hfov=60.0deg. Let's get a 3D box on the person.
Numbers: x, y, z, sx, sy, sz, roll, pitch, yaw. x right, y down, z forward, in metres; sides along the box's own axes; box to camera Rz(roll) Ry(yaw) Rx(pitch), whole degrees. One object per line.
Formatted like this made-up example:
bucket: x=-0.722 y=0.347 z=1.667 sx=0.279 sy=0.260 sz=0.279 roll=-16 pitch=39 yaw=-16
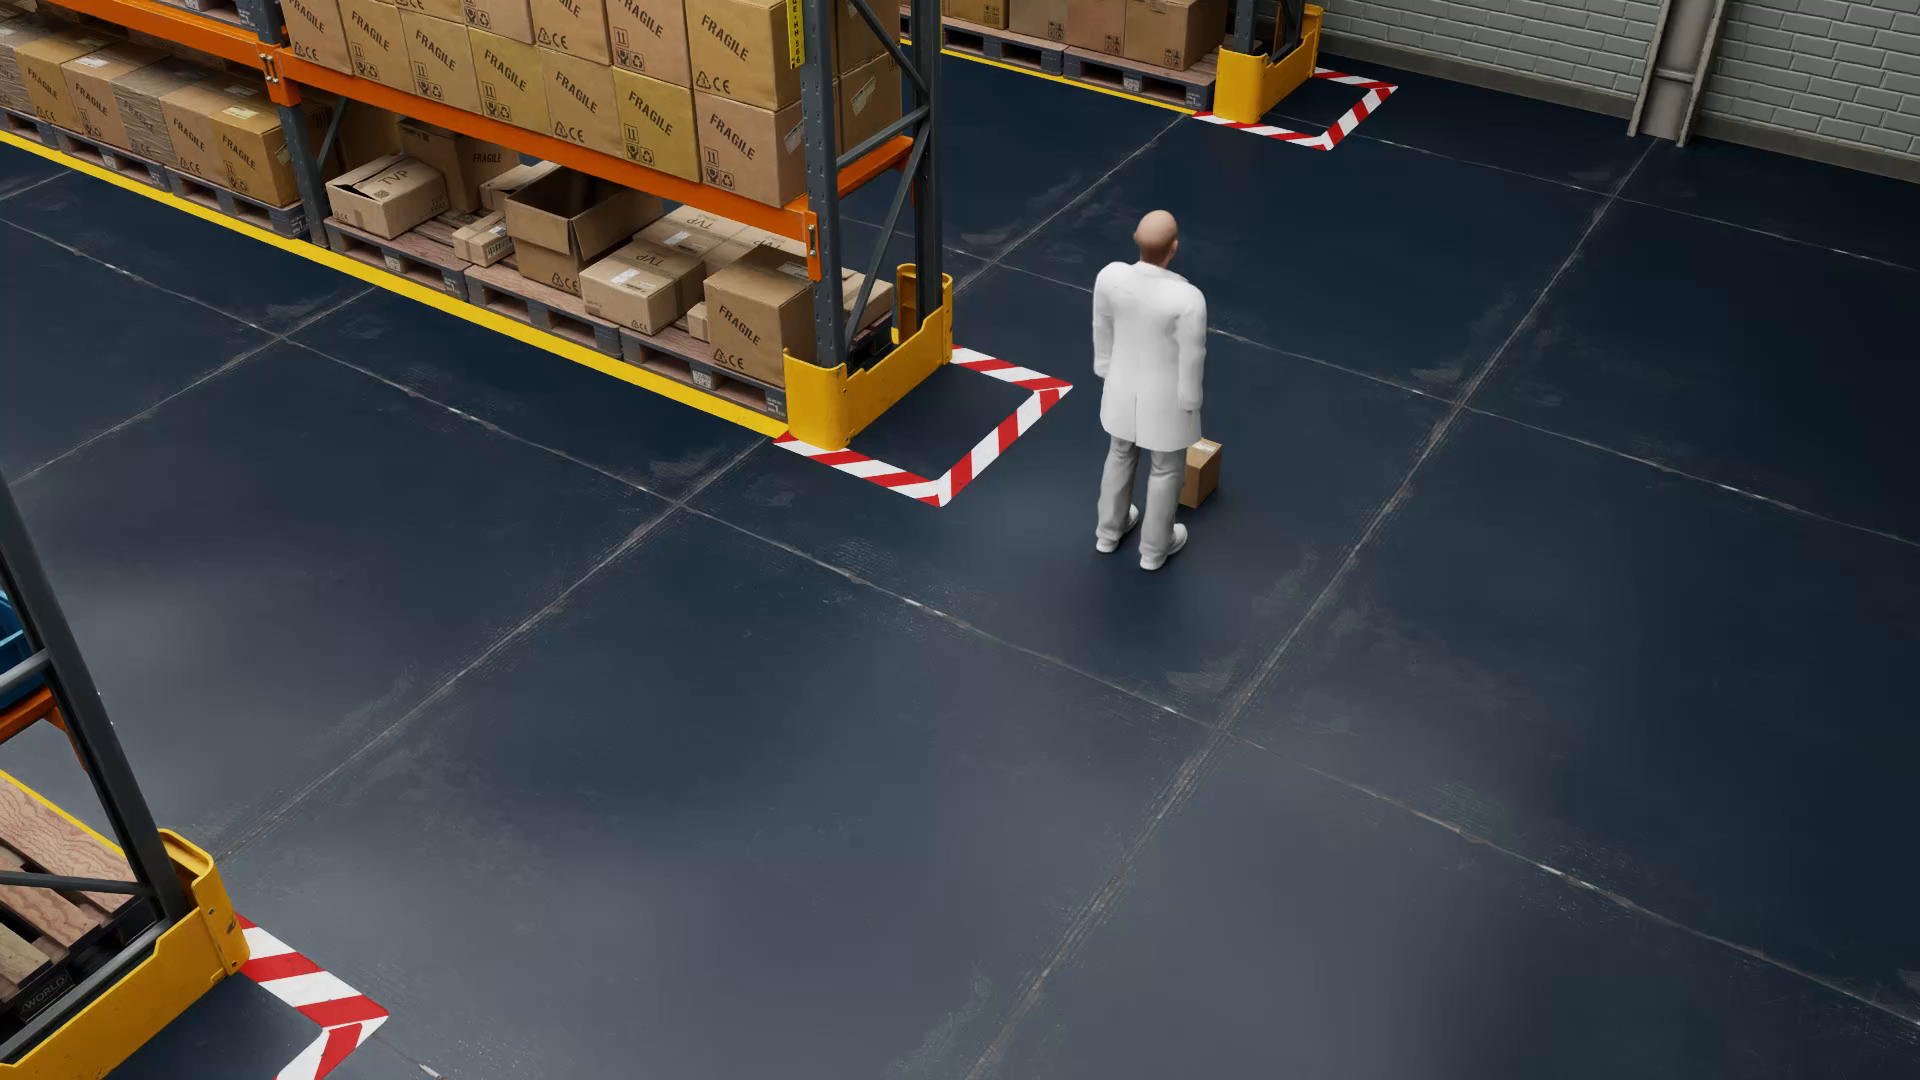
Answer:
person: x=0.860 y=-0.694 z=7.589 sx=0.562 sy=1.775 sz=0.377 roll=22 pitch=43 yaw=26
